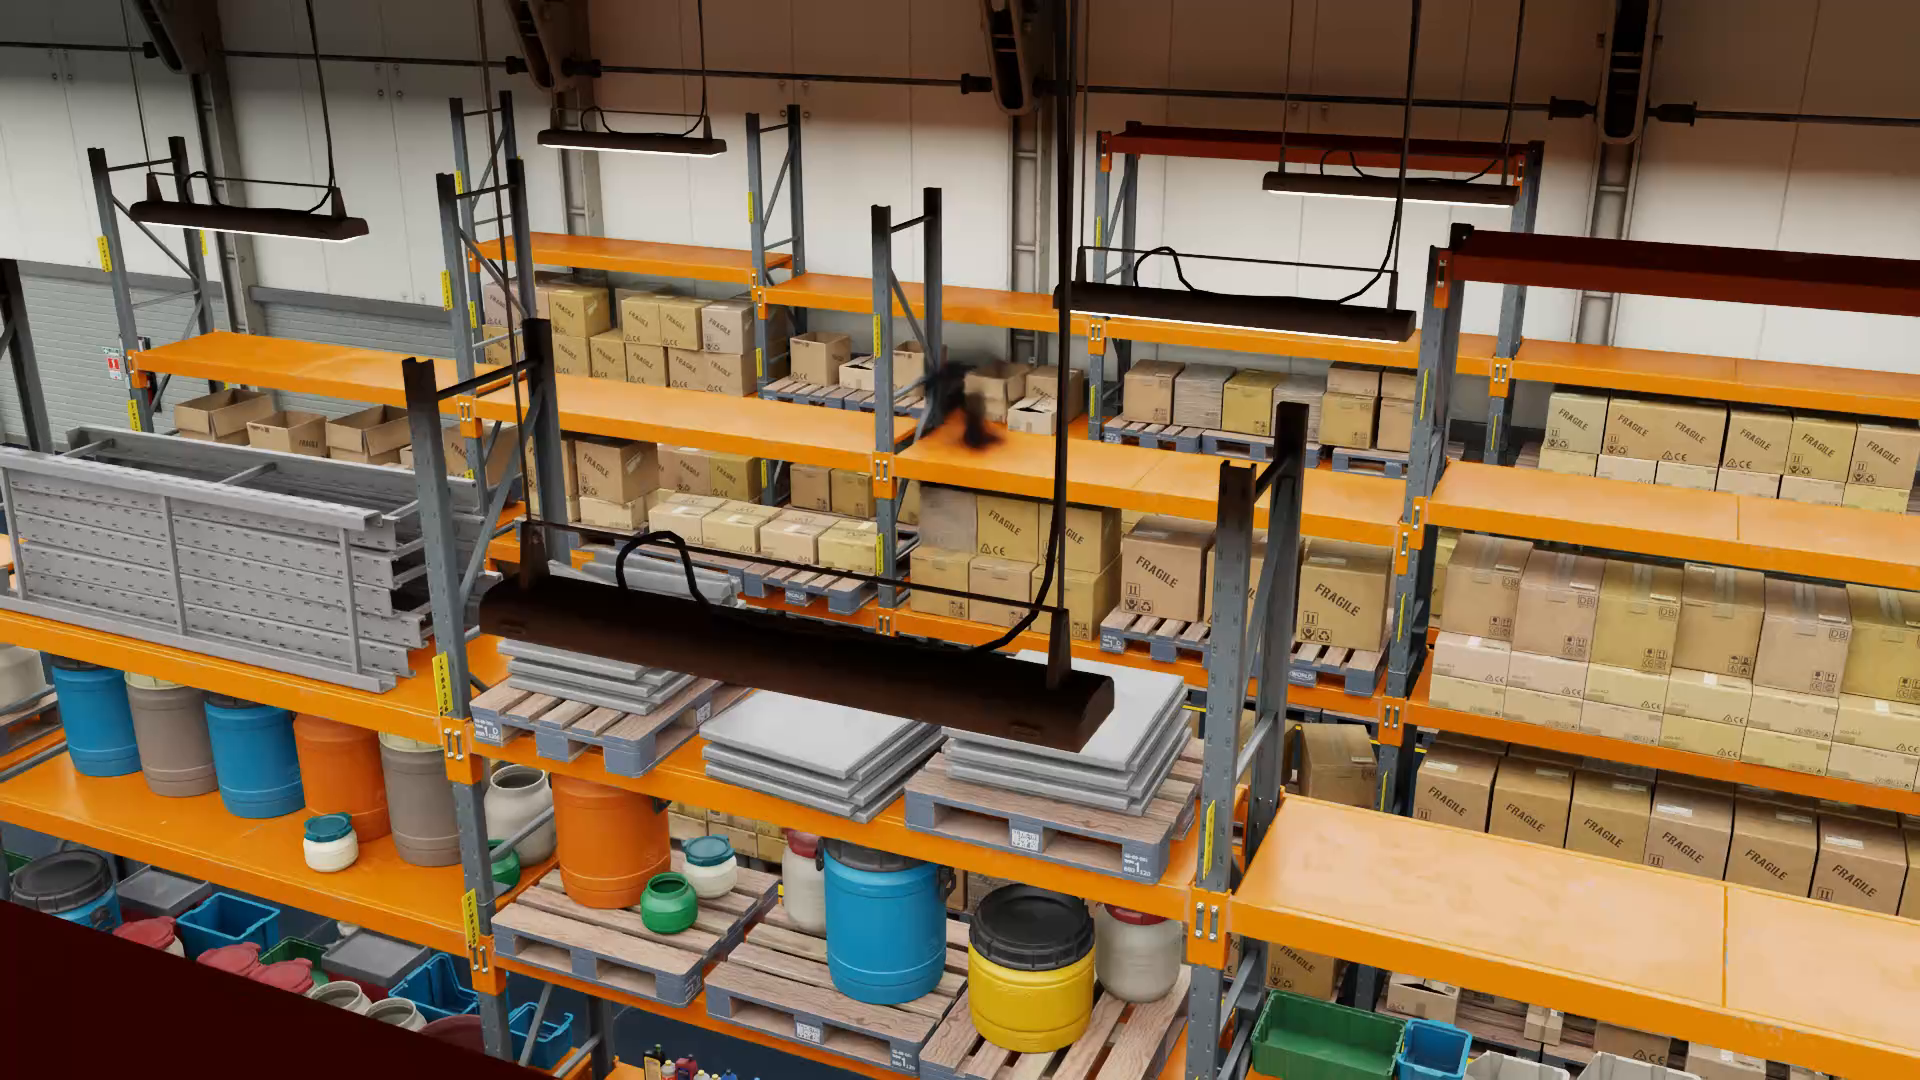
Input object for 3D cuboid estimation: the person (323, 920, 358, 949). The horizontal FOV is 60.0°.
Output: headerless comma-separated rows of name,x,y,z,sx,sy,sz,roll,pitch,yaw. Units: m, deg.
person,-4.769,2.585,13.277,0.959,1.774,0.653,5,21,12
